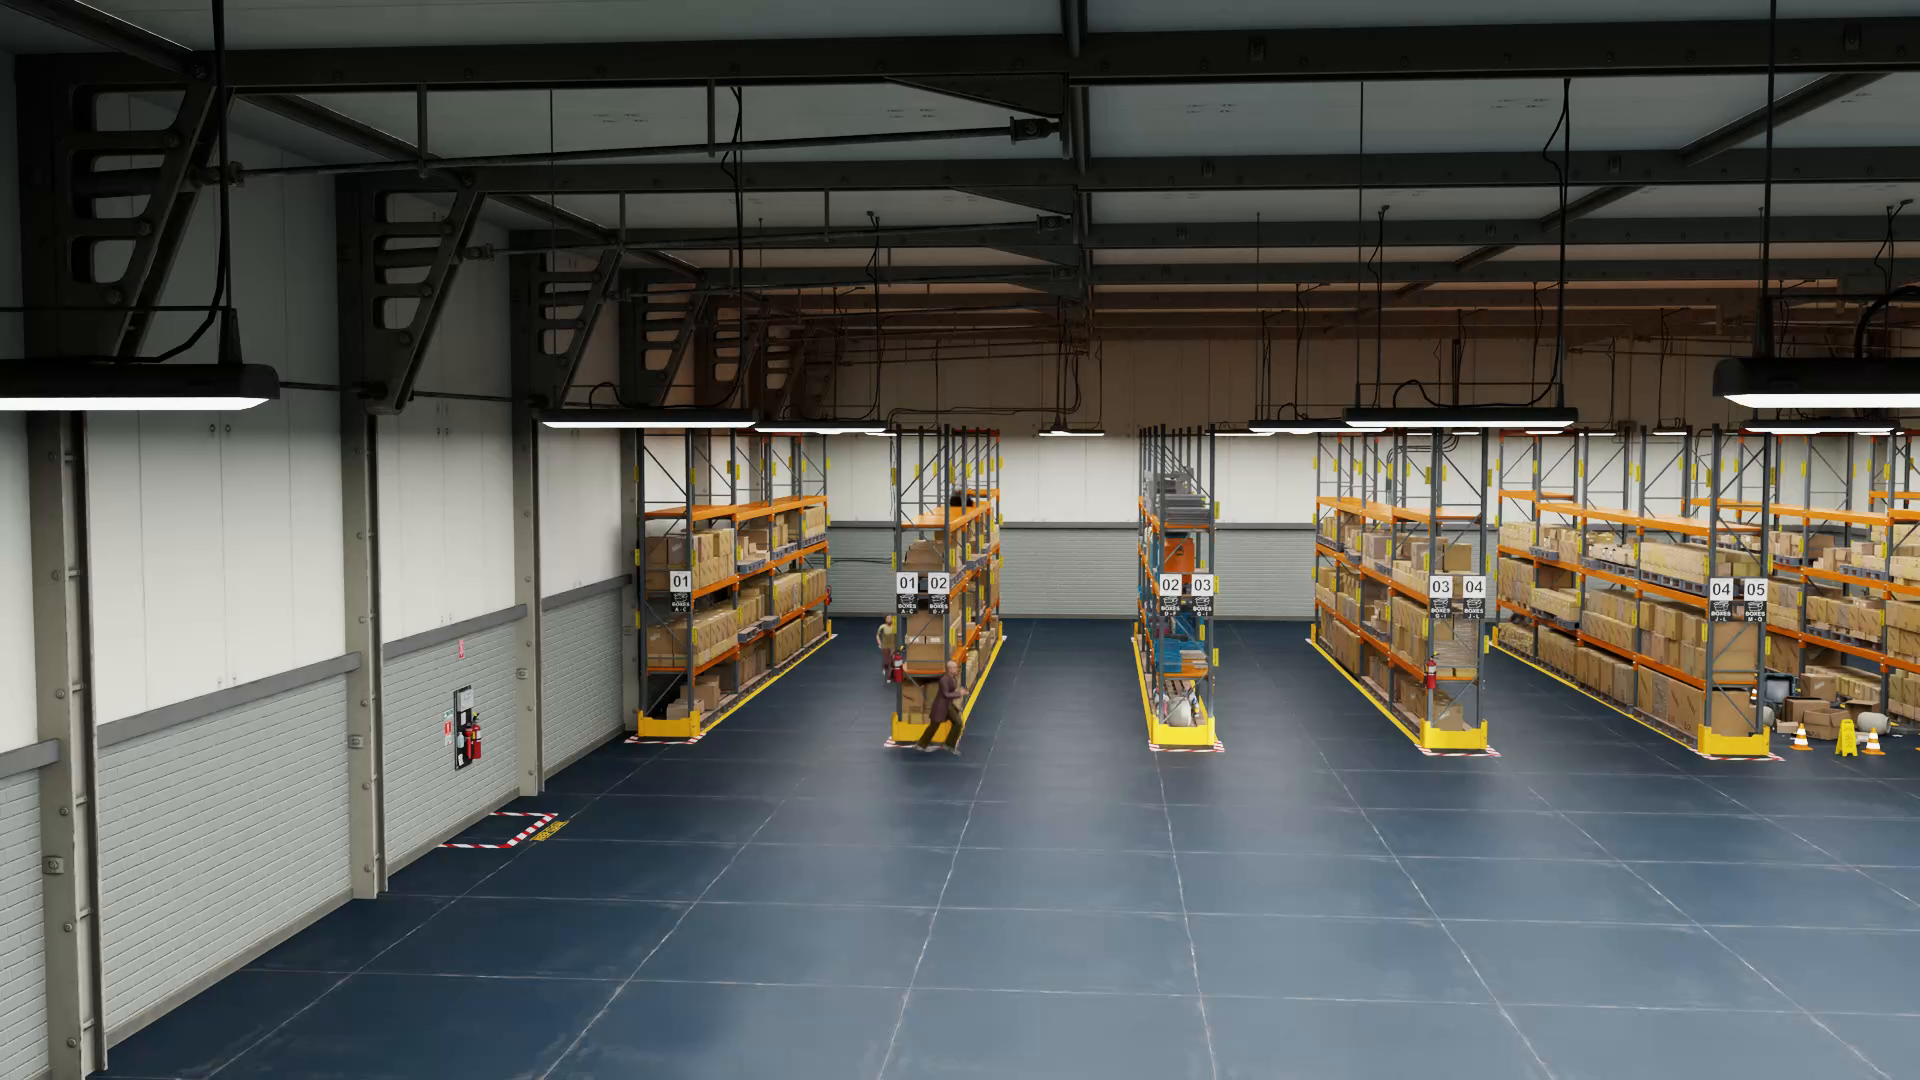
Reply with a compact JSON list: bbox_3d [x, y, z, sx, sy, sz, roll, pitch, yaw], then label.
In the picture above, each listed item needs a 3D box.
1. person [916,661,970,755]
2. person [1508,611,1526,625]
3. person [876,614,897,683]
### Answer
[{"bbox_3d":[-0.292,3.039,30.024,1.049,1.745,0.698,2,4,24],"label":"person"},{"bbox_3d":[15.948,2.022,47.221,0.670,1.709,0.699,0,3,4],"label":"person"},{"bbox_3d":[-1.677,2.542,39.259,0.595,1.616,0.616,0,4,-8],"label":"person"}]
